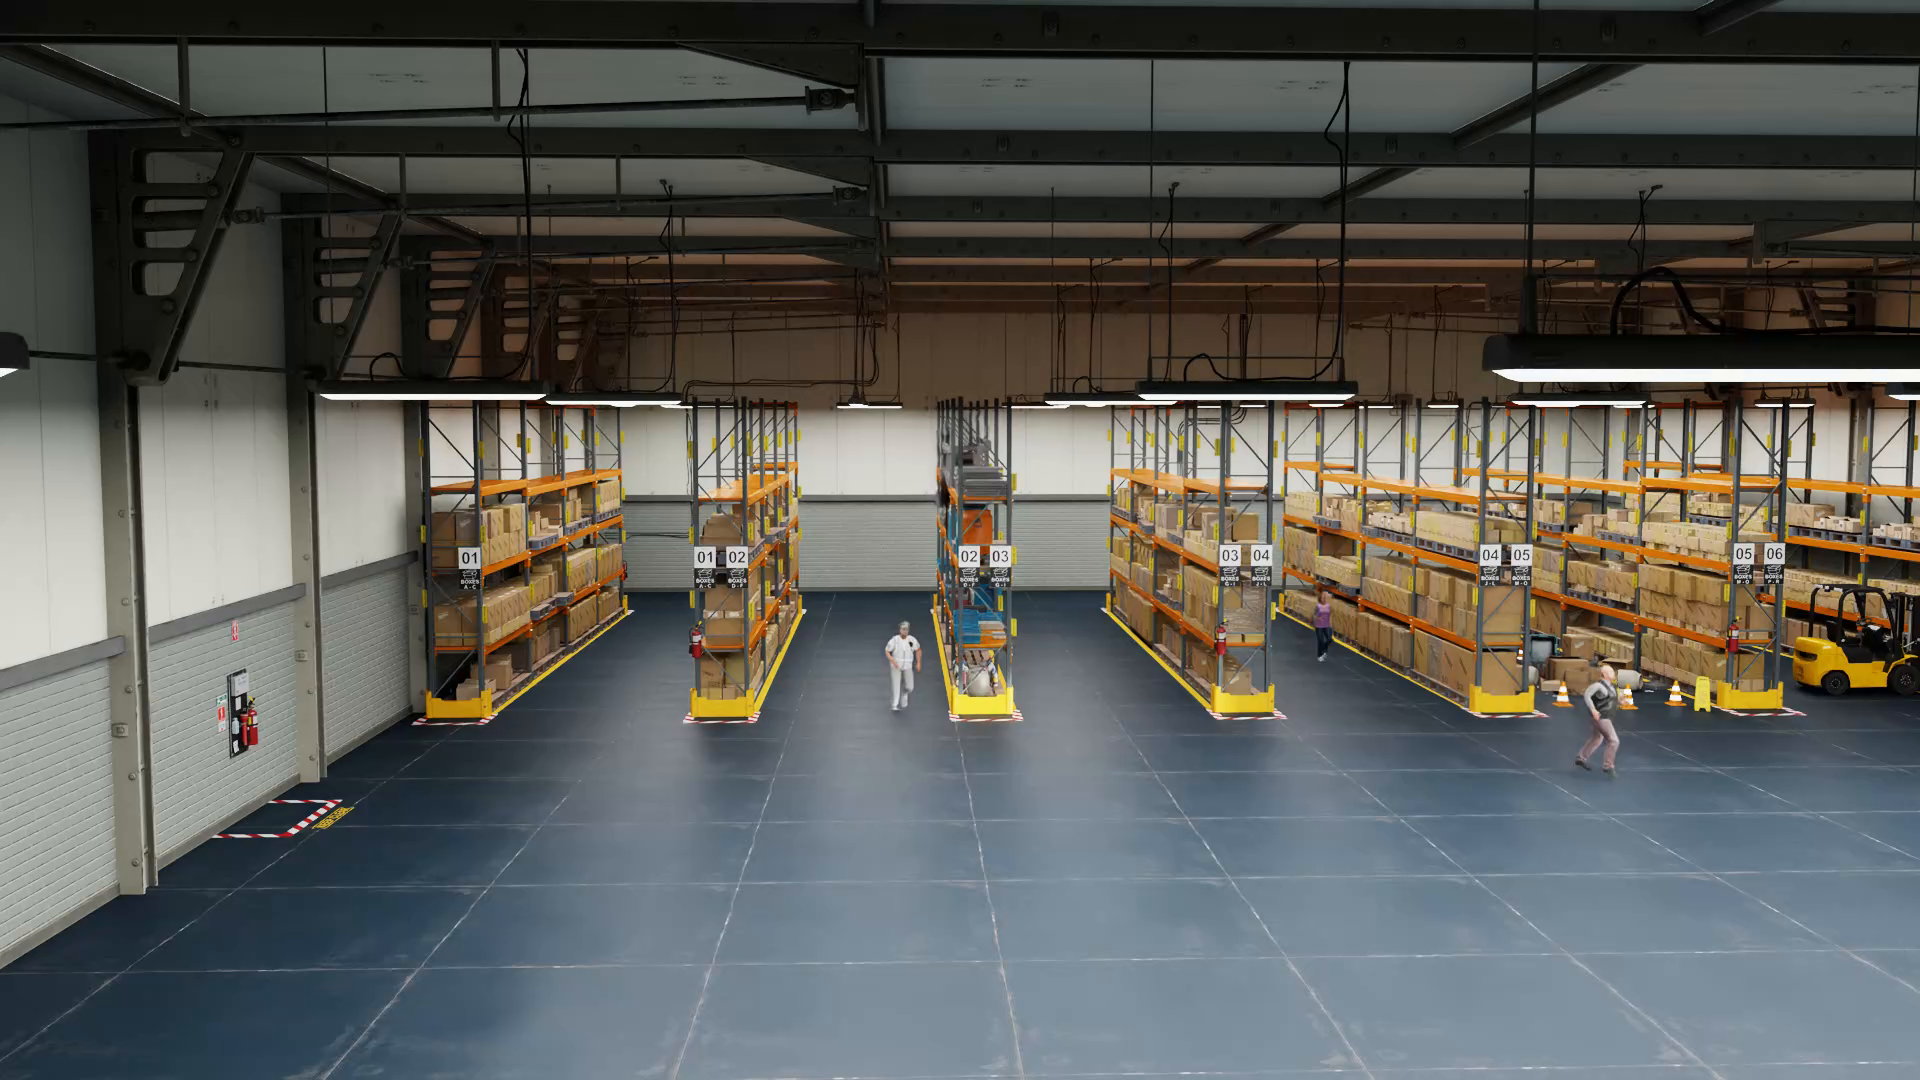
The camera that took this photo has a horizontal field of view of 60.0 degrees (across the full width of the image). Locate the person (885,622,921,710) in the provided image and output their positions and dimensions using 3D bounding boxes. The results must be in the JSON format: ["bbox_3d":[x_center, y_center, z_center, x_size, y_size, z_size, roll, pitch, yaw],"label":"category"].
[{"bbox_3d":[-1.072,2.404,31.724,0.720,1.702,0.545,-1,5,-11],"label":"person"}]

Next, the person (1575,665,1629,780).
[{"bbox_3d":[10.090,2.845,26.155,0.788,1.777,0.651,3,5,34],"label":"person"}]

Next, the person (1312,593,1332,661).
[{"bbox_3d":[8.310,1.998,37.976,0.522,1.559,0.555,0,4,-6],"label":"person"}]
